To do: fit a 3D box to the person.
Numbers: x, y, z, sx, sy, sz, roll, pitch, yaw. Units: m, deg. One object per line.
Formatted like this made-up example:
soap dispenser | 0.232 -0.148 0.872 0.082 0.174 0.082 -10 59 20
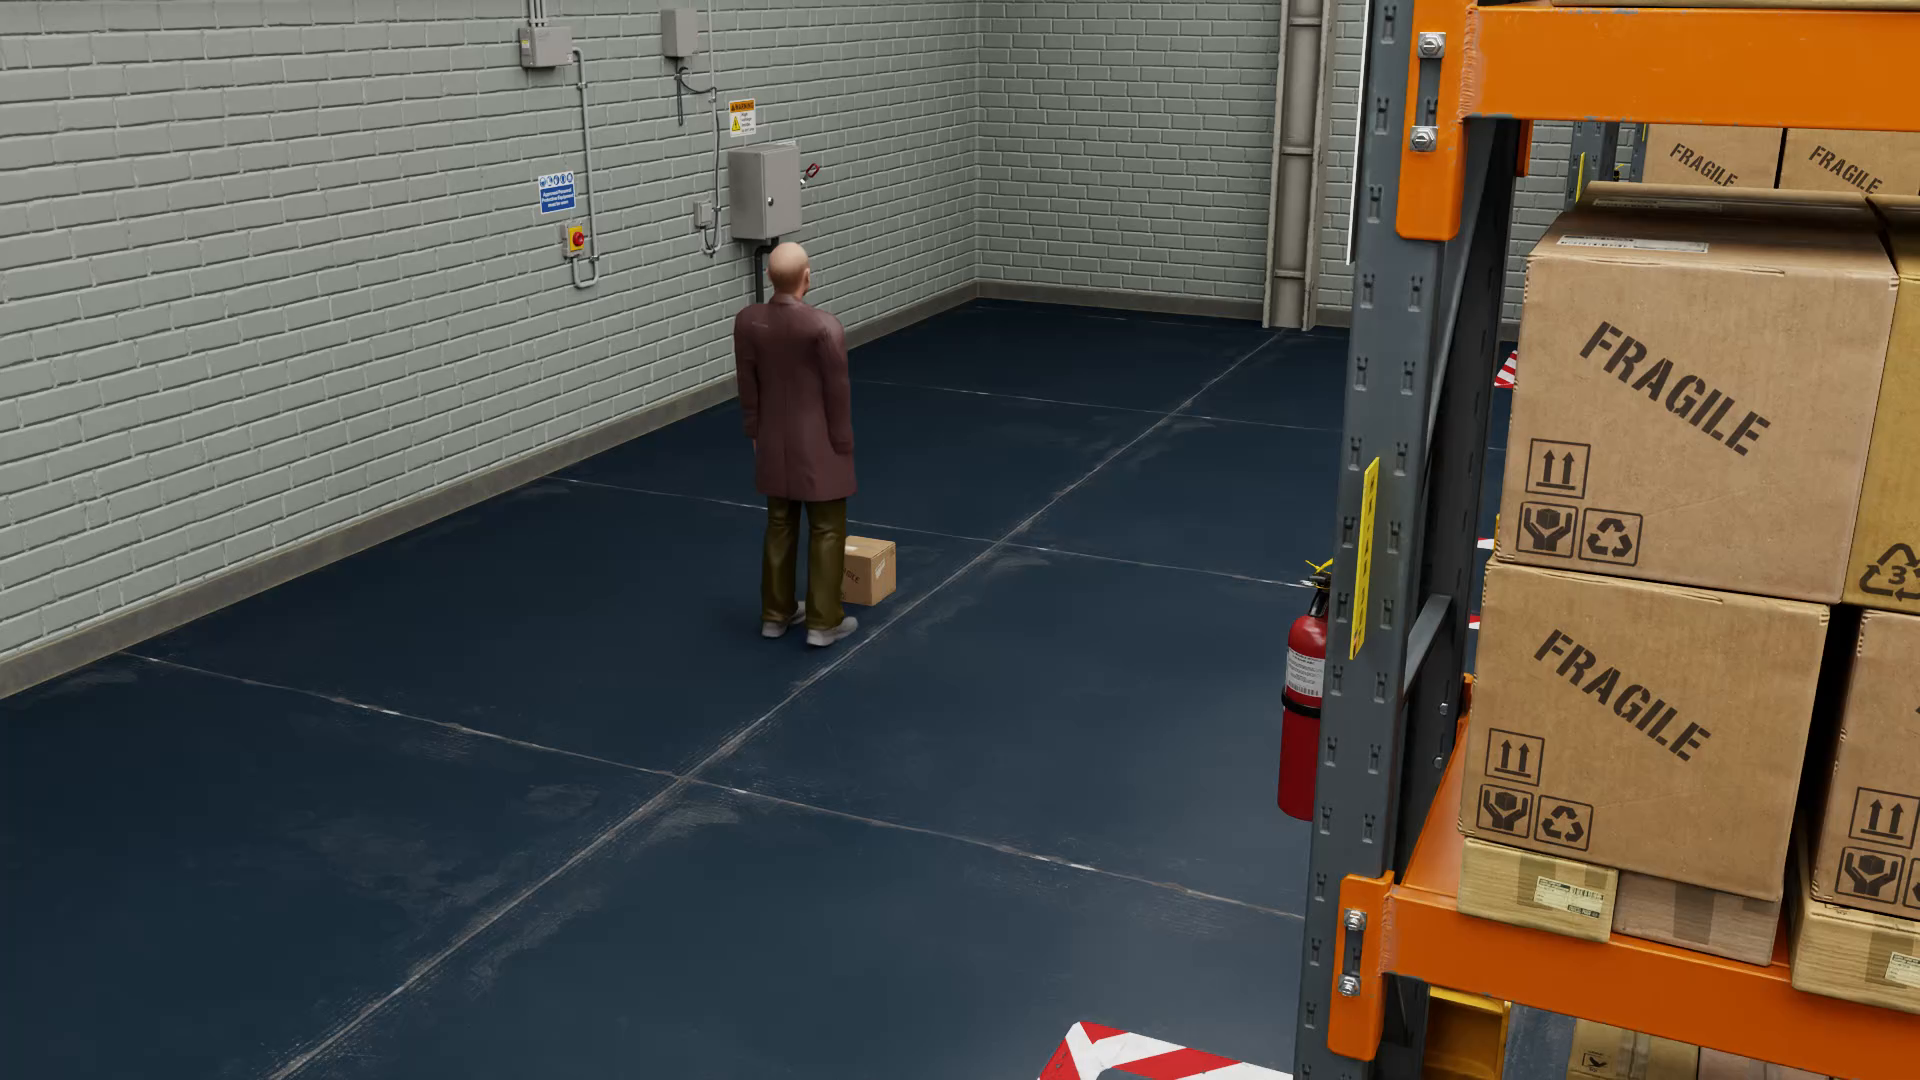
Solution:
person | -0.712 -0.418 7.348 0.561 1.793 0.389 9 21 24
